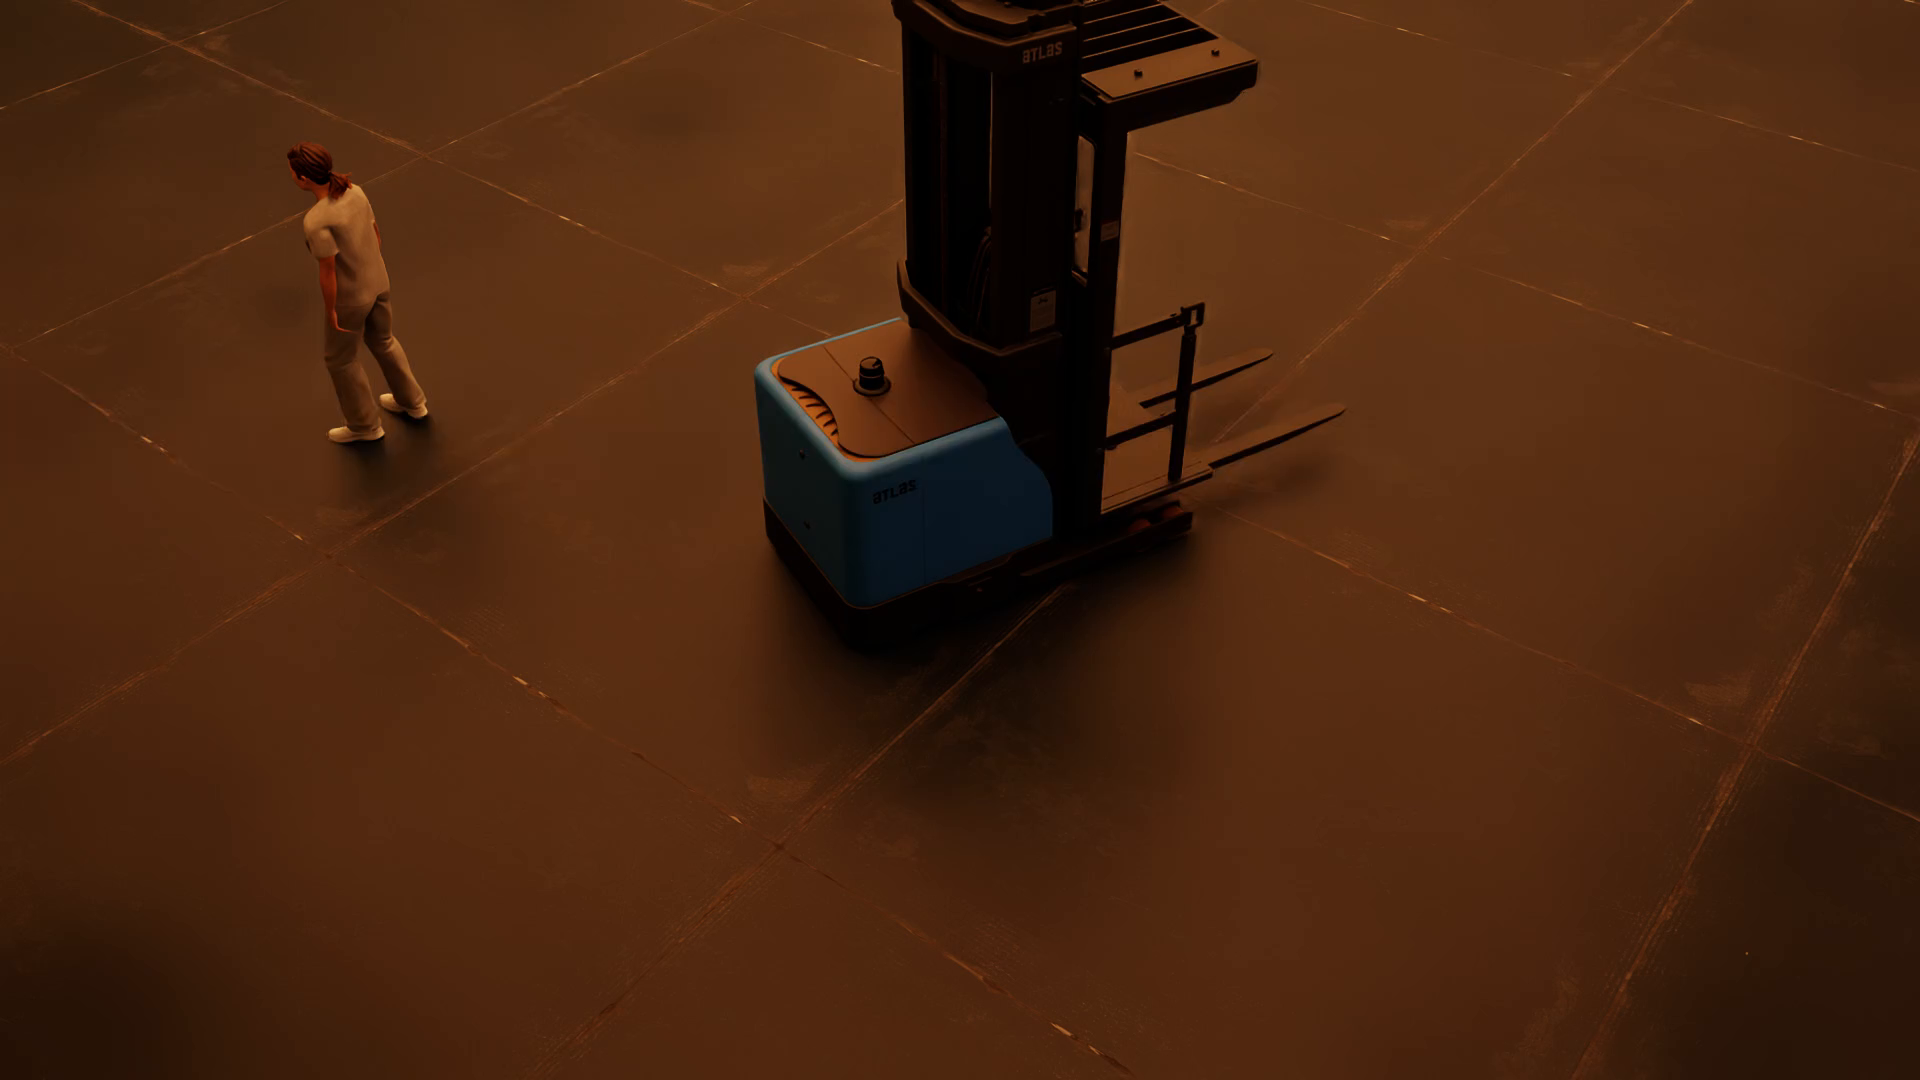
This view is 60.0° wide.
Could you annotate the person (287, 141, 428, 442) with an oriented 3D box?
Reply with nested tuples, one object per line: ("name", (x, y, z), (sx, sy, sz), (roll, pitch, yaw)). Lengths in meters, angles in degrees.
("person", (-3.154, -1.187, 8.639), (0.412, 1.444, 0.504), (13, 42, 14))

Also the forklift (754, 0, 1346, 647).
("forklift", (0.570, -1.331, 7.636), (3.031, 2.935, 1.130), (-21, 45, -23))
